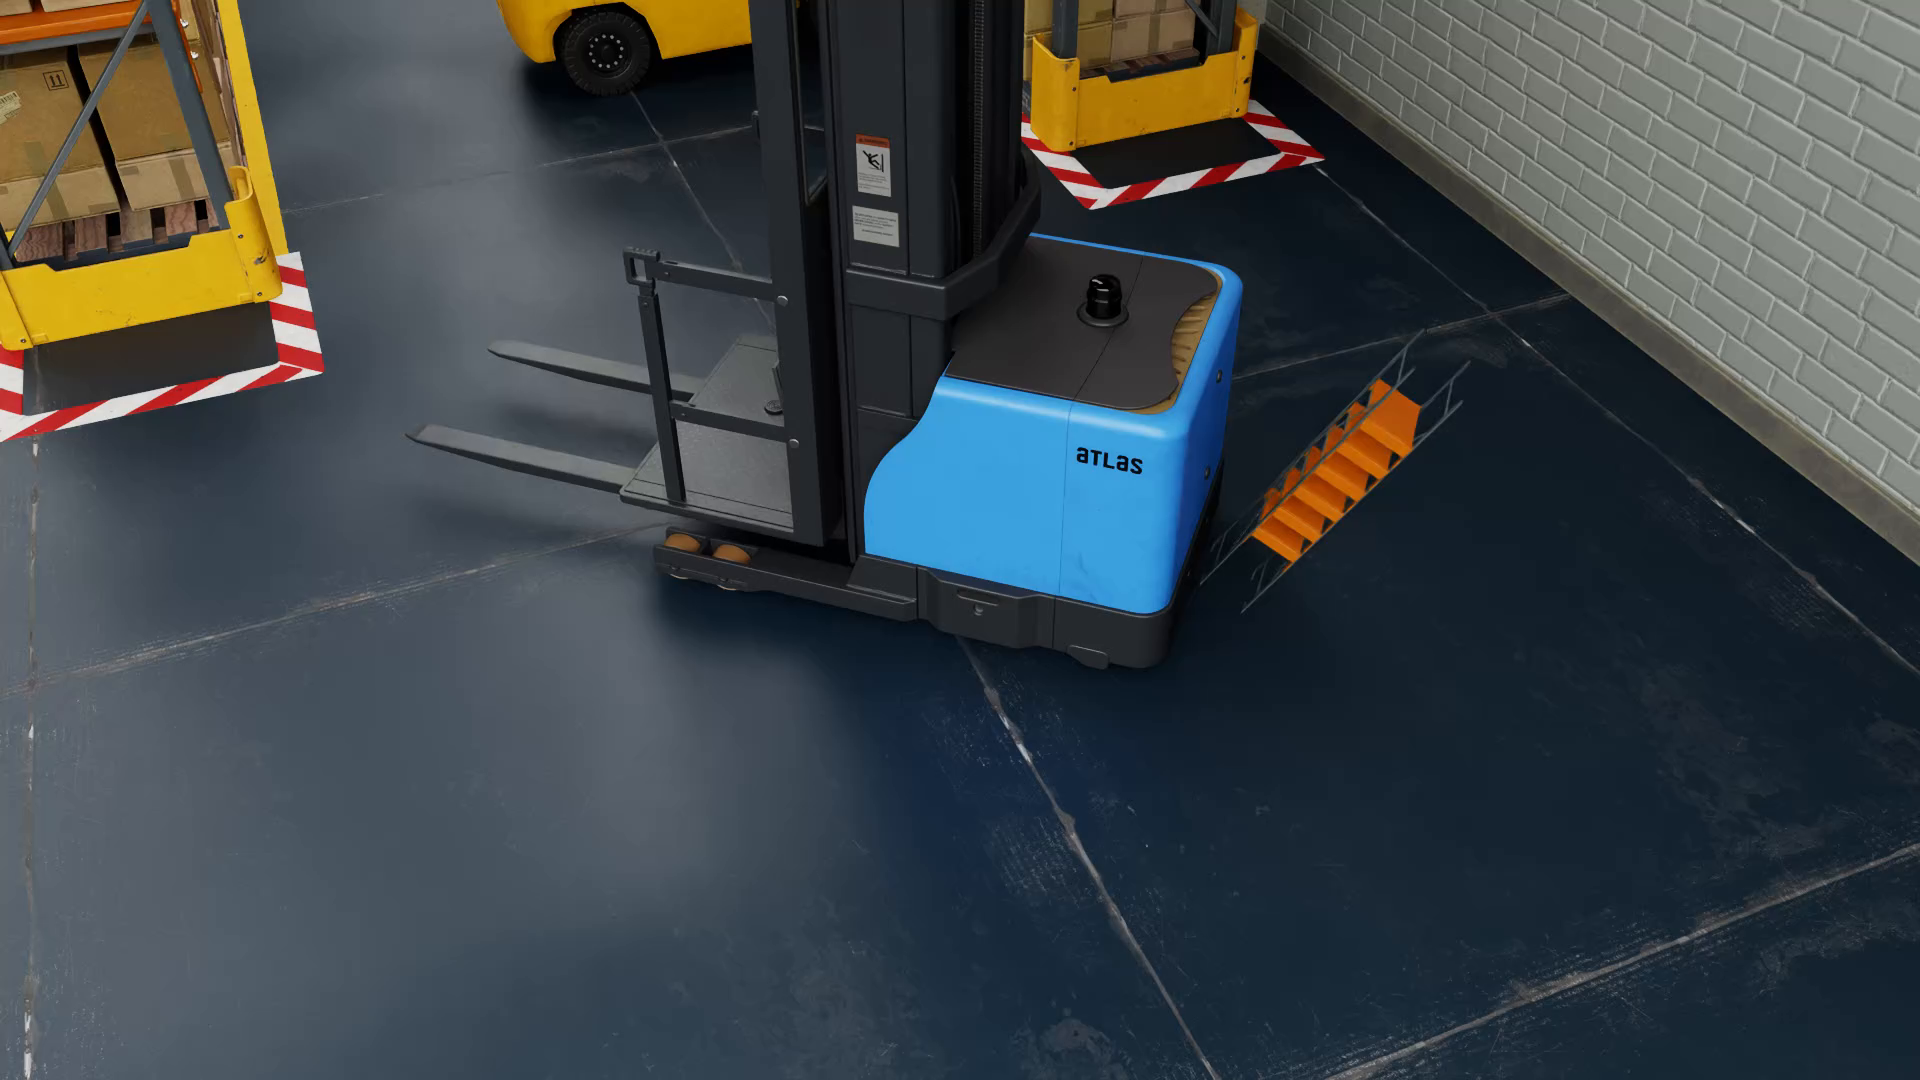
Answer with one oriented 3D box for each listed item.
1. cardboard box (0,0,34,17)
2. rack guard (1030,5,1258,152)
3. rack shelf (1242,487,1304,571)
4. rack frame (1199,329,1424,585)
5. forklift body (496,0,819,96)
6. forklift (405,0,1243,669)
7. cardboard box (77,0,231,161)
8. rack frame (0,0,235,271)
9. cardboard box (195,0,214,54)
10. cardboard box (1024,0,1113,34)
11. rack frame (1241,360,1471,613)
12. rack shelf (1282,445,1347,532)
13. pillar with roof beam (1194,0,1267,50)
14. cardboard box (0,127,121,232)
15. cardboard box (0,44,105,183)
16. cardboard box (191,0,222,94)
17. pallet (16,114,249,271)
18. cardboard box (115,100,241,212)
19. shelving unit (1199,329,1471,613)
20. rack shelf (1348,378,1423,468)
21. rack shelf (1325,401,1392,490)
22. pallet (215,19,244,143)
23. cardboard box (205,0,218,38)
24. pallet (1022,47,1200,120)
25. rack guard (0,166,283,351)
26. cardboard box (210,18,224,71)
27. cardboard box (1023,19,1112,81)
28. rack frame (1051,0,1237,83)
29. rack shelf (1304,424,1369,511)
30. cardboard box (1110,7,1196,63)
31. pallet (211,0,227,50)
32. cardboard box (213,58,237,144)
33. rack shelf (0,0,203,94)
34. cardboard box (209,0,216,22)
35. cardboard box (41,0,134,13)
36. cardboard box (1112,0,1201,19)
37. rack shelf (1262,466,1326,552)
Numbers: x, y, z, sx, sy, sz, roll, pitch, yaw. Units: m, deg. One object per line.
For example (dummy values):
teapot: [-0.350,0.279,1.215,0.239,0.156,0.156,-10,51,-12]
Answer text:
cardboard box: [-3.978,-2.225,6.729,0.380,0.149,0.250,-14,43,-15]
rack guard: [0.957,-2.426,8.688,1.175,0.500,0.348,-15,43,-17]
rack shelf: [1.110,-0.044,5.804,0.180,0.103,0.258,33,44,-5]
rack frame: [1.162,-0.255,5.600,0.006,1.200,0.240,33,44,-5]
forklift body: [-1.463,-3.754,8.966,2.313,2.155,1.214,-15,43,-17]
forklift: [-0.593,-1.241,5.445,3.031,2.935,1.130,12,42,14]
cardboard box: [-3.700,-2.118,7.624,0.500,0.500,0.500,-16,43,-18]
rack frame: [-3.637,-2.148,6.447,1.000,3.000,0.127,-15,43,-17]
cardboard box: [-4.088,-2.736,8.343,0.500,0.500,0.500,-14,43,-16]
cardboard box: [0.473,-2.910,8.737,0.500,0.250,0.500,-16,43,-17]
rack frame: [1.314,-0.156,5.617,0.006,1.200,0.240,33,44,-5]
rack shelf: [1.218,-0.180,5.639,0.180,0.103,0.258,33,44,-5]
pillar with roof beam: [-2.463,-5.234,5.434,9.100,9.000,0.400,-15,43,-17]
cardboard box: [-4.204,-1.699,7.712,0.500,0.250,0.500,-15,43,-17]
cardboard box: [-4.184,-1.967,7.448,0.500,0.500,0.500,-15,43,-17]
cardboard box: [-3.904,-2.432,7.989,0.500,0.500,0.500,-17,43,-18]
pallet: [-3.944,-1.635,7.989,1.003,0.211,1.213,-15,43,-17]
cardboard box: [-3.690,-1.820,7.852,0.500,0.250,0.500,-15,43,-17]
shelving unit: [1.238,-0.206,5.608,0.189,1.200,0.258,33,44,-5]
rack shelf: [1.380,-0.385,5.391,0.180,0.103,0.258,33,44,-5]
rack shelf: [1.326,-0.317,5.473,0.180,0.103,0.258,33,44,-5]
pallet: [-4.407,-2.368,8.842,1.003,0.211,1.213,-15,43,-17]
cardboard box: [-4.290,-2.759,8.945,0.500,0.250,0.500,-14,43,-16]
pallet: [0.616,-2.782,9.323,1.003,0.211,1.213,-15,43,-17]
rack guard: [-3.666,-1.246,7.316,1.175,0.500,0.348,-15,43,-17]
cardboard box: [-4.099,-2.455,8.591,0.500,0.250,0.500,-12,42,-14]
cardboard box: [0.476,-2.709,8.887,0.500,0.250,0.500,-15,43,-17]
rack frame: [0.948,-3.389,7.890,1.000,3.000,0.127,-15,43,-17]
rack shelf: [1.272,-0.249,5.556,0.180,0.103,0.258,33,44,-5]
cardboard box: [0.940,-2.850,9.050,0.500,0.250,0.500,-15,43,-17]
pallet: [-4.878,-3.105,9.698,1.003,0.211,1.213,-15,43,-17]
cardboard box: [-3.878,-2.129,8.212,0.500,0.250,0.500,-14,43,-15]
rack shelf: [-4.402,-3.080,8.083,1.077,0.370,4.000,-15,43,-17]
cardboard box: [-4.480,-3.067,9.303,0.500,0.250,0.500,-16,43,-18]
cardboard box: [-3.576,-2.309,6.827,0.380,0.149,0.250,-15,43,-17]
cardboard box: [0.960,-3.030,8.876,0.500,0.250,0.500,-14,43,-16]
rack shelf: [1.164,-0.112,5.722,0.180,0.103,0.258,33,44,-5]
